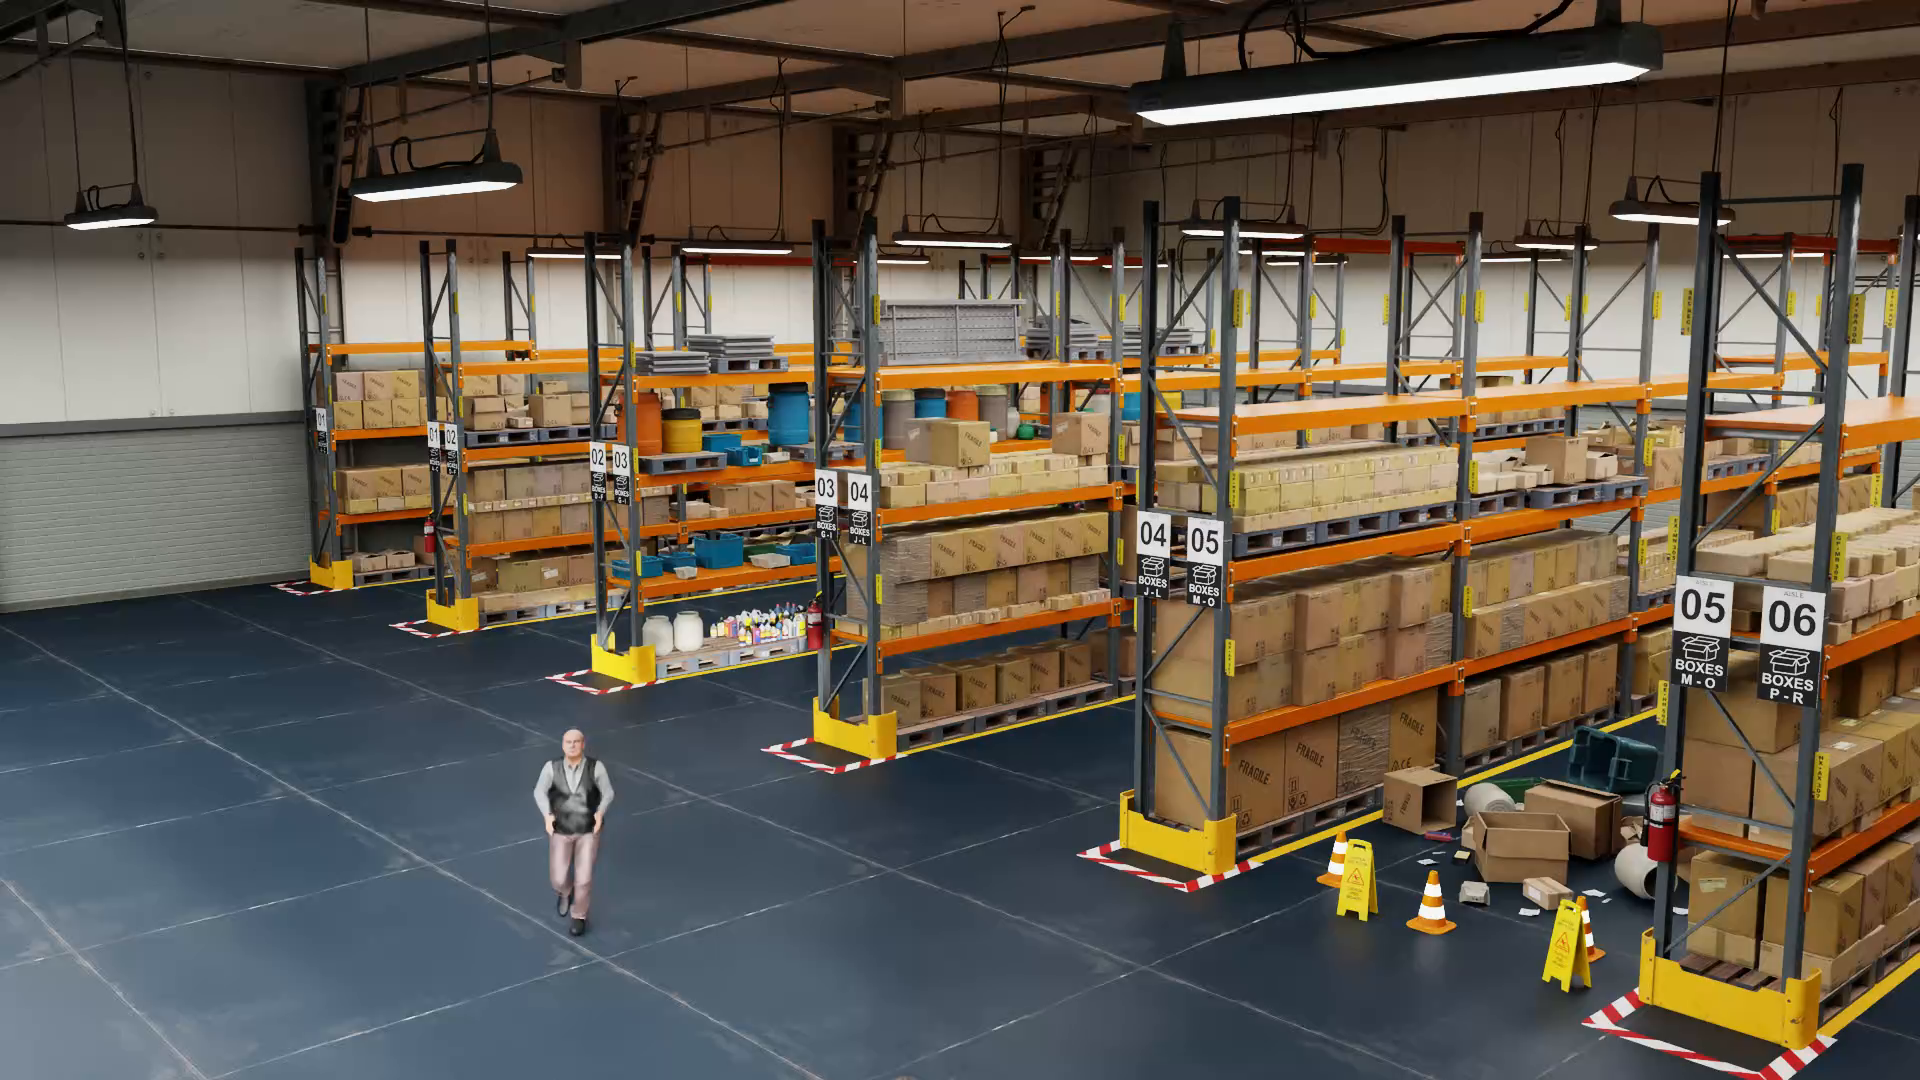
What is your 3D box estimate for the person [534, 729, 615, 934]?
[{"bbox_3d":[-3.131,2.365,13.535,0.643,1.676,0.577,-2,9,-12],"label":"person"}]
